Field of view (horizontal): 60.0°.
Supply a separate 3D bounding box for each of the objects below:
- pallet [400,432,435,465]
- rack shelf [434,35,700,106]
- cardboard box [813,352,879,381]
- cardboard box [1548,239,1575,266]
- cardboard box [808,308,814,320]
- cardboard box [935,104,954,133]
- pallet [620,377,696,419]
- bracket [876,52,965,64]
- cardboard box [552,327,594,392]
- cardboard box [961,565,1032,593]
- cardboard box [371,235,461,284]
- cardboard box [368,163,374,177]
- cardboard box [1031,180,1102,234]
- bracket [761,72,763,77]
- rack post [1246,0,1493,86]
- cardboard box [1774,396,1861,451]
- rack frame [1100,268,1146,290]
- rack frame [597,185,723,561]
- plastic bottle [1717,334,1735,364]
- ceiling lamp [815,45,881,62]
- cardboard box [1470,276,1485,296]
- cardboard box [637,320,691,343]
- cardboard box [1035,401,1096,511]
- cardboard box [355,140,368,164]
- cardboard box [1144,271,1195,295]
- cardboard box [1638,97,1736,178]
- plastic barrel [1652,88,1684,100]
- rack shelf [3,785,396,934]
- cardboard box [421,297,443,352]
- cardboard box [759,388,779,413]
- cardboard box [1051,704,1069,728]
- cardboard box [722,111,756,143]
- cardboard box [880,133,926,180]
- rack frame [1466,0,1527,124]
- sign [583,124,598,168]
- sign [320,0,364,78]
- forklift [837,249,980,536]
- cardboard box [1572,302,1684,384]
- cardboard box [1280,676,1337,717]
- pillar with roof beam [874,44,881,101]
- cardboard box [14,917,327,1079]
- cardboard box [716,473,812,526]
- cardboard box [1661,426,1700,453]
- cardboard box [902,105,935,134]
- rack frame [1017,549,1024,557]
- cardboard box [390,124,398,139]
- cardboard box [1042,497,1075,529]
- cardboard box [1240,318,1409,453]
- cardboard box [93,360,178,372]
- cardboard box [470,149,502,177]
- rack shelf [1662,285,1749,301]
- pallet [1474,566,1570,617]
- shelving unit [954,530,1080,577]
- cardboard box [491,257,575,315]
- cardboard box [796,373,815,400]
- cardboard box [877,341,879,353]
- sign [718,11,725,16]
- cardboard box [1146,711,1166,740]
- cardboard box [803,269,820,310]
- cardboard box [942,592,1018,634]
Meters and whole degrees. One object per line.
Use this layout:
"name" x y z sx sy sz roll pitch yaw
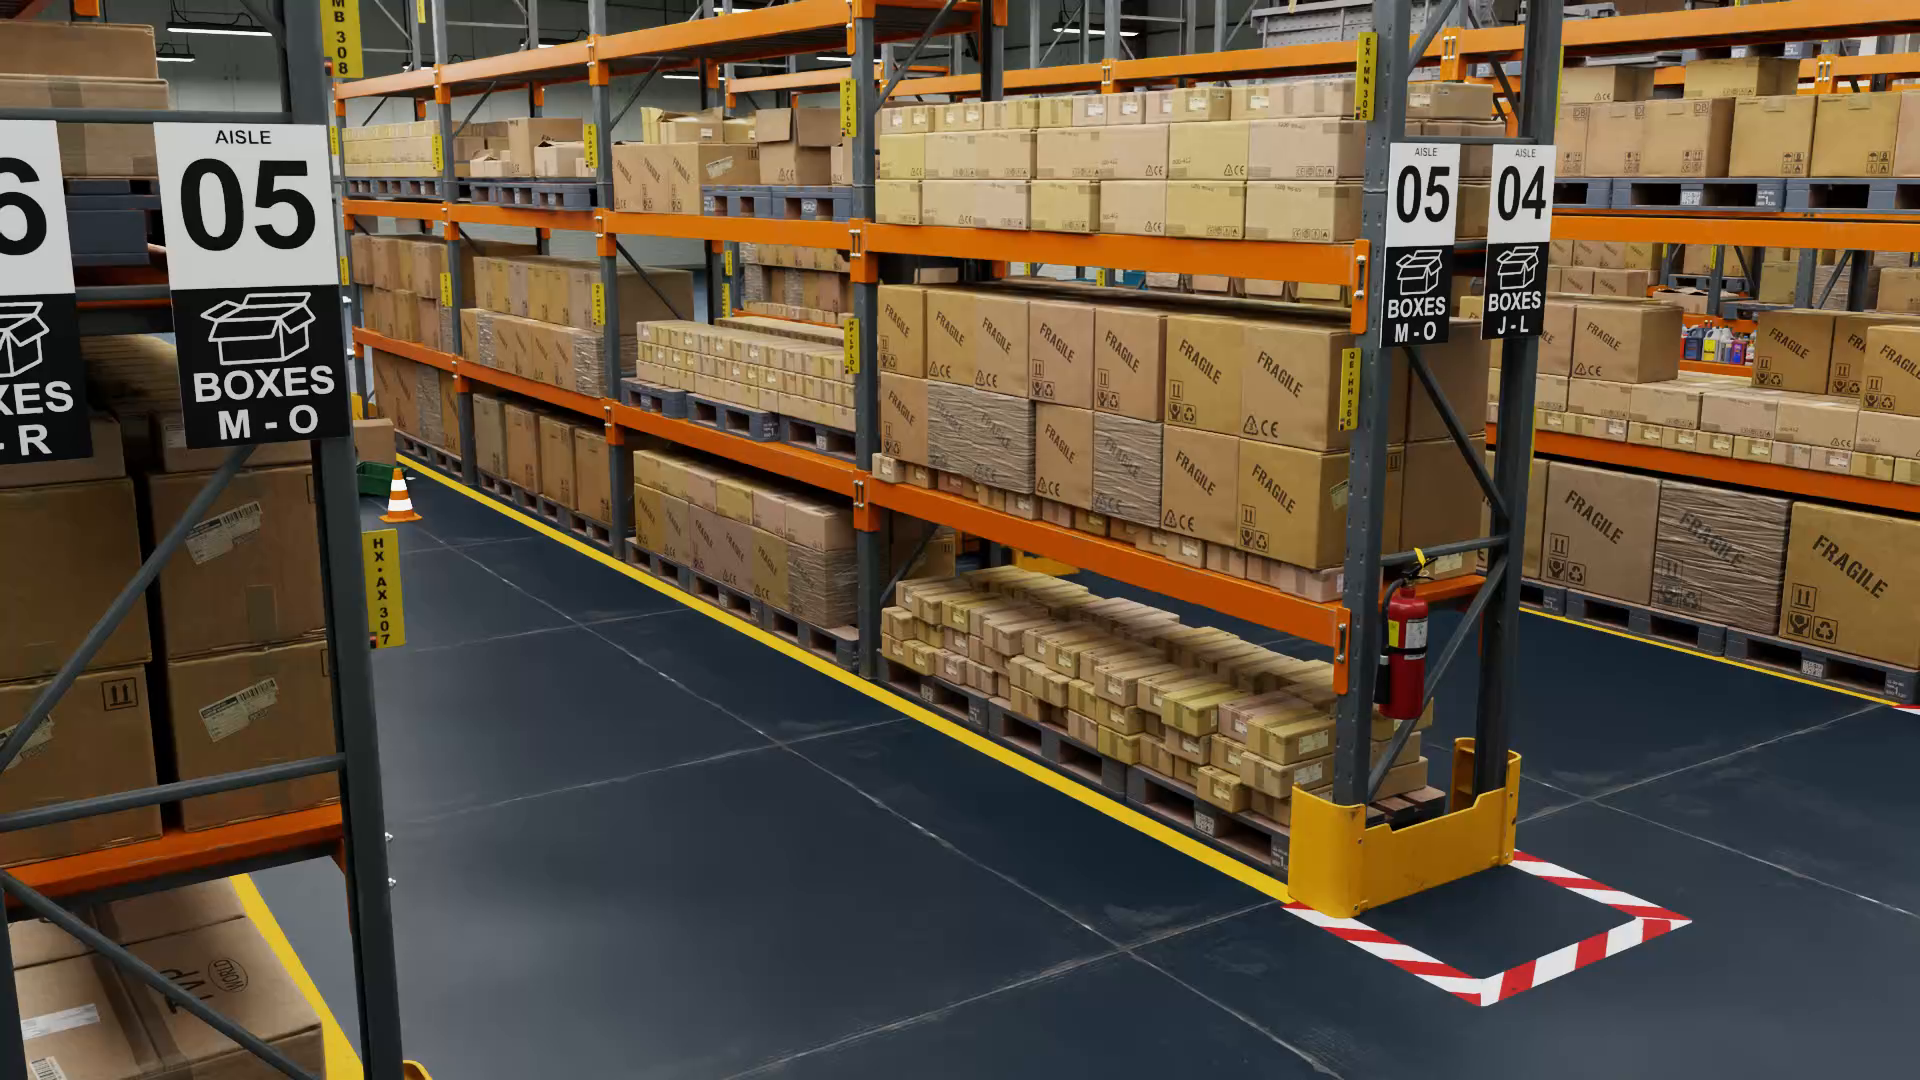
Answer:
"pallet" -5.654 -1.077 18.793 1.003 0.211 1.213 -8 15 -33
"rack shelf" -3.509 -4.106 14.693 1.077 0.370 4.000 -8 15 -33
"cardboard box" -0.720 -1.124 10.692 0.380 0.149 0.250 -9 15 -34
"cardboard box" 10.579 -5.027 28.878 0.500 0.500 0.500 -8 14 -31
"cardboard box" -1.690 -2.850 20.959 0.380 0.149 0.250 -8 15 -33
"cardboard box" 0.084 -2.315 9.154 0.380 0.149 0.250 -8 15 -33
"pallet" -1.918 -1.158 13.087 1.213 0.211 1.003 -8 15 -33
"bracket" -1.105 -13.478 46.507 0.076 0.066 4.783 -8 15 -33
"cardboard box" -3.149 -1.552 14.205 0.500 0.500 0.500 -8 15 -33
"cardboard box" 0.229 0.275 10.383 0.380 0.149 0.250 -8 14 -31
"cardboard box" -6.279 -3.232 19.243 0.875 0.550 0.550 -8 15 -33
"cardboard box" -6.351 -4.107 18.472 0.380 0.149 0.250 -8 15 -33
"cardboard box" 0.696 -1.657 8.248 0.500 0.250 0.500 -7 14 -30
"bracket" -6.317 -15.151 54.157 0.235 0.232 0.430 -8 15 -33
"rack post" 4.854 -5.921 19.907 1.013 1.000 3.121 -8 15 -33
"cardboard box" 5.446 -0.730 10.332 0.500 0.250 0.500 -8 15 -34
"rack frame" 1.784 -1.935 16.191 1.000 3.000 0.127 -8 15 -33
"rack frame" -2.401 -1.366 13.588 1.000 3.000 0.127 -8 15 -33
"plastic bottle" 7.433 -1.846 16.074 0.152 0.276 0.135 -8 15 -33
"ceiling lamp" -2.733 -13.318 40.536 2.000 3.185 0.800 -8 15 -33
"cardboard box" 7.566 -3.946 25.149 0.700 0.500 0.500 -9 15 -34
"cardboard box" -2.304 -1.633 13.022 0.380 0.149 0.250 -8 15 -33
"cardboard box" 0.730 -0.458 8.506 0.500 0.500 0.500 -7 14 -30
"cardboard box" -6.498 -4.374 18.759 0.500 0.250 0.500 -8 15 -33
"cardboard box" 2.175 -2.342 15.469 0.797 0.503 0.637 -8 14 -31
"cardboard box" 4.949 -2.654 11.005 0.700 0.500 0.500 -7 14 -30
"plastic barrel" 7.050 -4.011 16.505 0.600 0.901 0.708 -8 15 -33
"rack shelf" -3.142 0.656 6.024 1.077 0.370 4.000 -8 15 -33
"cardboard box" -5.155 -2.310 17.554 0.875 0.550 0.550 -8 15 -33
"cardboard box" -1.148 -0.969 11.375 0.380 0.149 0.250 -9 15 -35
"cardboard box" 0.711 0.899 8.919 0.380 0.149 0.250 -8 14 -31
"cardboard box" -1.664 -3.124 12.578 0.396 0.266 0.258 -8 15 -33
"cardboard box" -0.118 -2.177 9.456 0.500 0.250 0.500 -8 14 -31
"rack frame" 5.907 -5.452 18.230 1.000 3.000 0.127 -8 15 -33
"sign" -2.868 -3.059 12.910 0.100 0.325 0.005 -8 15 -33
"sign" -1.568 -1.335 4.194 0.100 0.325 0.005 -8 15 -33
"forklift" -0.430 -1.640 15.000 1.130 2.935 3.031 -6 14 -26
"cardboard box" 4.611 -1.366 11.488 0.500 0.500 0.500 -9 15 -35
"cardboard box" 1.771 0.785 8.047 0.380 0.149 0.250 -8 15 -32
"pillar with roof beam" -6.051 -11.784 47.186 9.100 9.000 0.548 -8 15 -33
"cardboard box" -2.483 1.601 5.032 0.875 0.438 0.875 -9 15 -35
"cardboard box" -1.386 -0.293 11.793 0.500 0.250 0.500 -9 15 -35
"cardboard box" 4.898 -0.686 11.066 0.380 0.149 0.250 -8 15 -32
"cardboard box" -0.102 -2.353 9.327 0.380 0.149 0.250 -9 15 -35
"rack frame" 0.675 -0.447 12.895 0.500 1.500 0.032 -6 14 -26
"cardboard box" -5.784 -4.316 17.559 0.380 0.149 0.250 -8 15 -33
"cardboard box" 0.657 -0.172 8.717 0.380 0.149 0.250 -7 14 -31
"cardboard box" 1.571 -0.678 7.170 0.500 0.500 0.500 -8 15 -34
"cardboard box" -2.706 -0.522 5.635 0.380 0.149 0.250 -8 15 -32
"cardboard box" -4.491 -3.594 15.853 0.258 0.266 0.396 -8 15 -34
"rack shelf" 13.047 -3.699 25.937 1.077 0.370 4.000 -8 15 -33
"pallet" 4.356 0.283 12.575 1.003 0.211 1.213 -8 15 -33
"shelving unit" 0.450 -0.542 13.330 0.587 1.500 1.083 -6 14 -26
"cardboard box" -4.051 -2.436 15.906 0.700 0.500 0.500 -8 15 -34
"cardboard box" -0.852 -1.021 10.919 0.380 0.149 0.250 -7 14 -30
"cardboard box" -0.456 -1.292 11.460 0.380 0.149 0.250 -8 15 -34
"sign" -3.100 -6.720 21.654 0.100 0.325 0.005 -8 15 -33
"cardboard box" 1.149 0.886 8.281 0.380 0.149 0.250 -8 15 -33
"cardboard box" -1.481 -3.192 21.007 0.875 0.500 0.500 -8 15 -33
"cardboard box" 0.118 0.423 9.704 0.380 0.149 0.250 -8 15 -34
